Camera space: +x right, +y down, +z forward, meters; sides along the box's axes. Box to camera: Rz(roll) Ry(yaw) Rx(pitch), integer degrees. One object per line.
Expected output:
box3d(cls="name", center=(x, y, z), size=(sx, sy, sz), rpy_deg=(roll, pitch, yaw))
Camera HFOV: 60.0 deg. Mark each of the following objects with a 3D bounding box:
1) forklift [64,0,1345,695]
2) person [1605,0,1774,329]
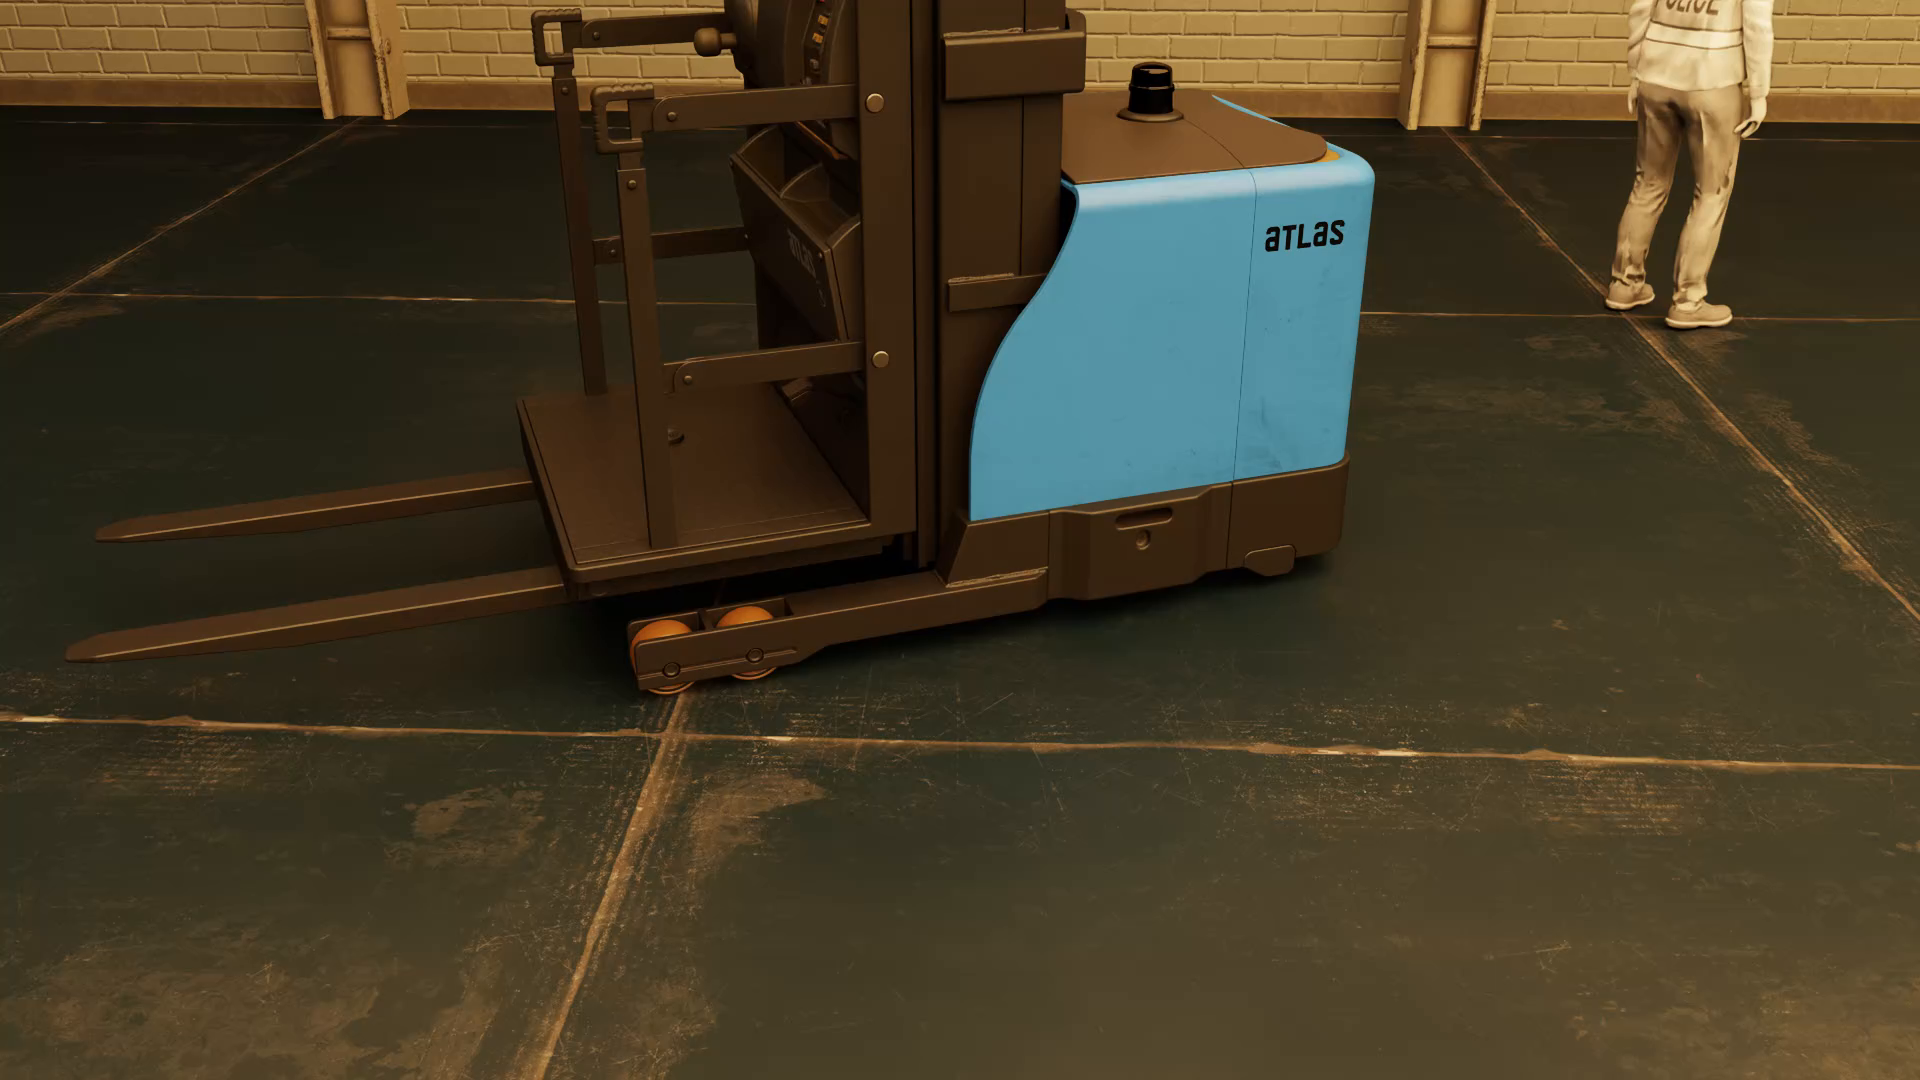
box3d(cls="forklift", center=(-0.575, -1.226, 3.694), size=(3.031, 2.935, 1.121), rpy_deg=(-9, 28, -17))
box3d(cls="person", center=(2.597, -1.594, 5.881), size=(0.372, 1.664, 0.529), rpy_deg=(-18, 32, -32))
